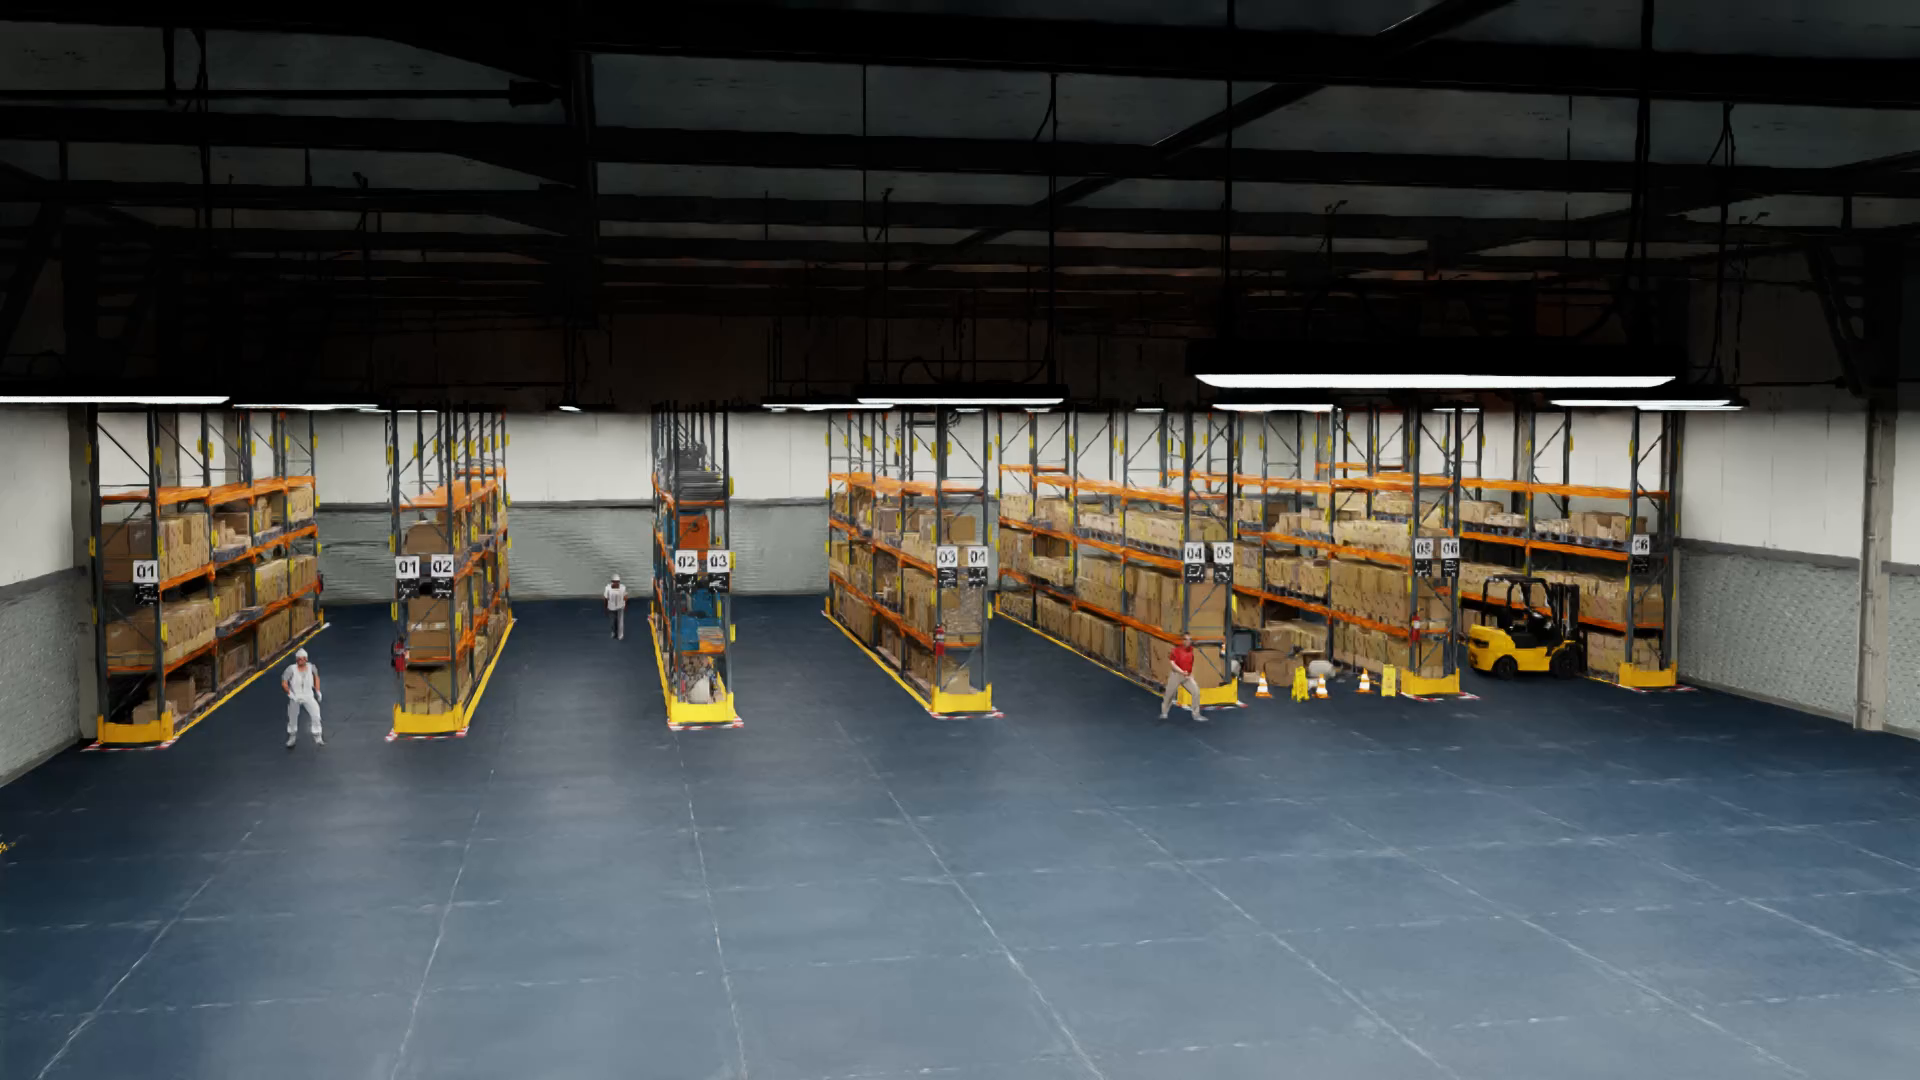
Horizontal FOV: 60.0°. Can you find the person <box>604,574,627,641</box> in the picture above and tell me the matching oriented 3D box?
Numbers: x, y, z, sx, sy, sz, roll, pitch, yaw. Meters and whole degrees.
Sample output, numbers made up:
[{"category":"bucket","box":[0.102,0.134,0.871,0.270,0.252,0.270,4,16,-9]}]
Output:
[{"category":"person","box":[-8.724,1.694,42.127,0.577,1.691,1.121,-1,4,-10]}]

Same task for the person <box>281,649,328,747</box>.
[{"category":"person","box":[-11.291,2.702,28.557,0.688,1.719,0.822,-2,5,-29]}]

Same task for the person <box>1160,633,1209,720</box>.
[{"category":"person","box":[4.156,2.542,31.095,0.706,1.664,0.843,-2,5,-29]}]

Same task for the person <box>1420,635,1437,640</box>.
[{"category":"person","box":[10.622,2.031,37.713,0.403,1.677,0.532,-4,6,-43]}]
